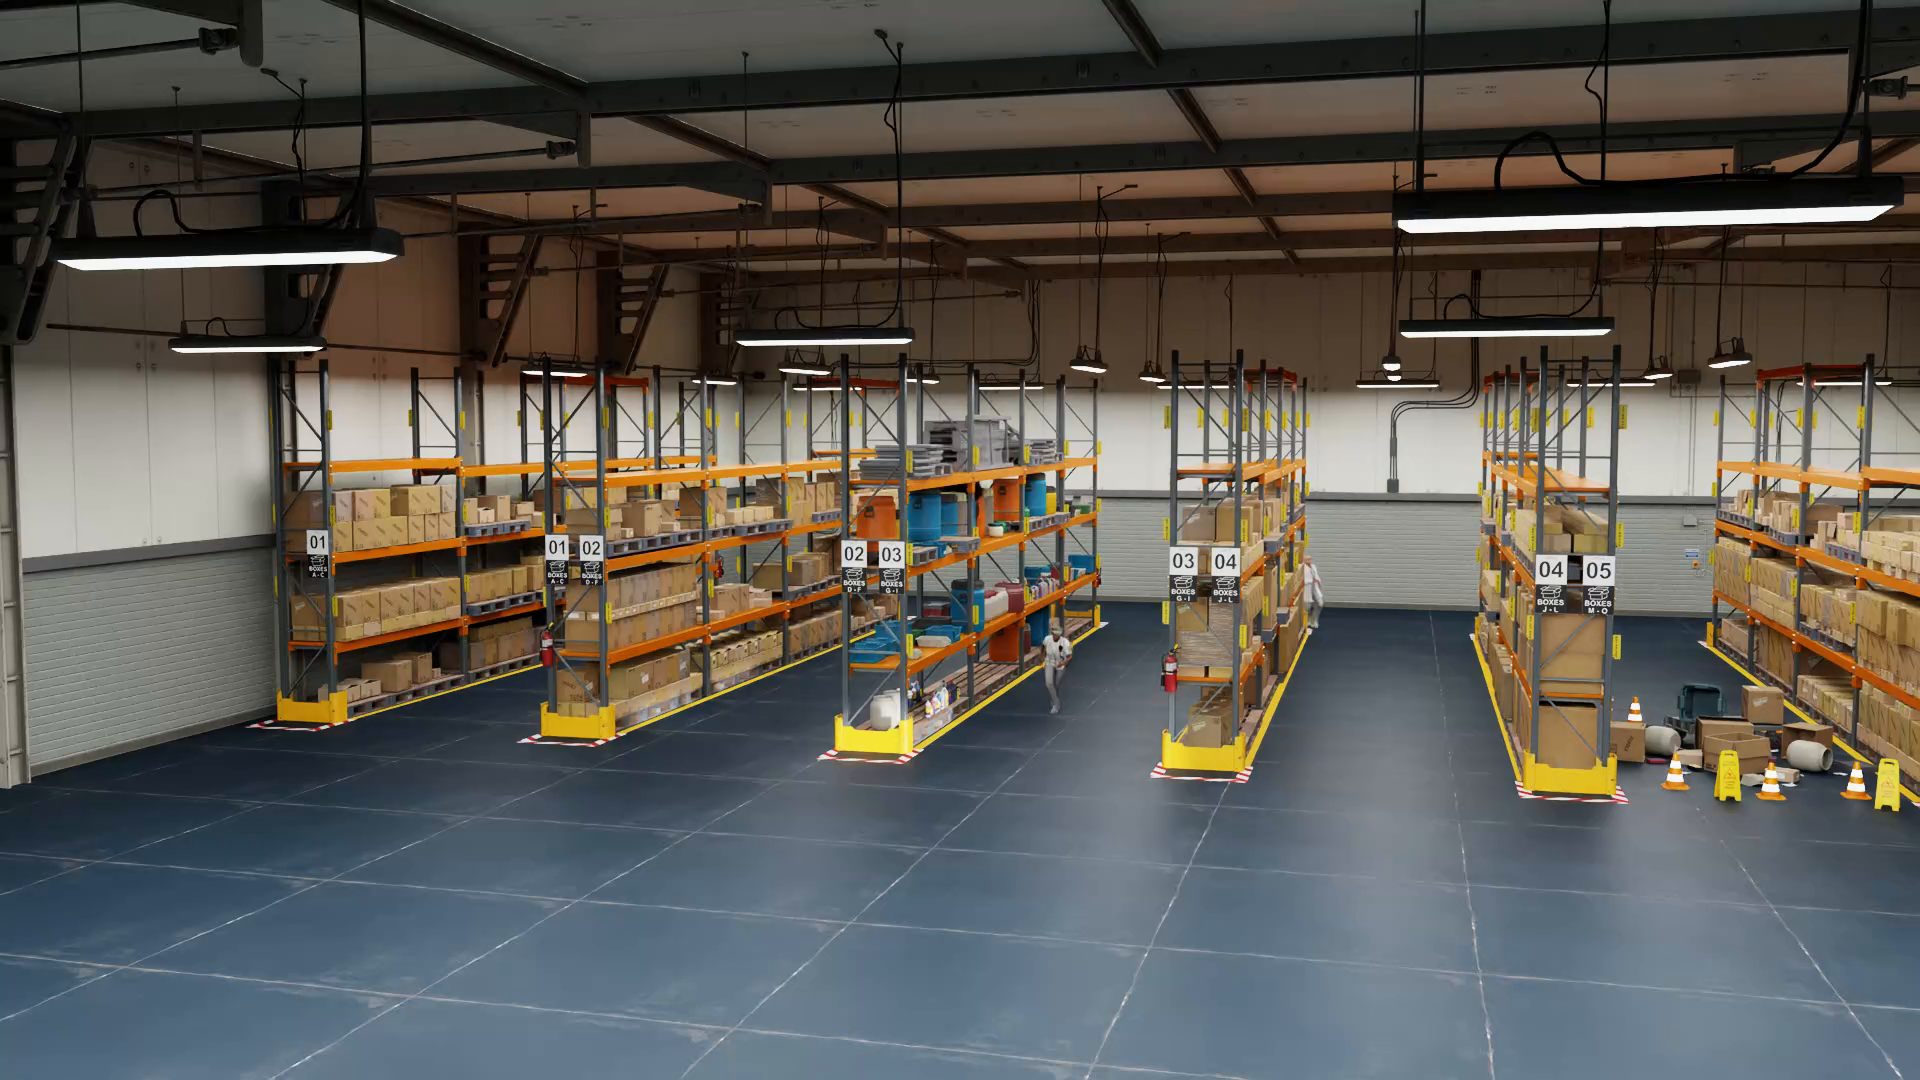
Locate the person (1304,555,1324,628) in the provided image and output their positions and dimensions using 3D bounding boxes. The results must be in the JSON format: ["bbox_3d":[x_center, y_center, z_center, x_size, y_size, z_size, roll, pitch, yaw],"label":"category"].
[{"bbox_3d":[8.424,1.260,40.186,0.711,1.817,0.700,-2,4,-24],"label":"person"}]

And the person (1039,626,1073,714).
[{"bbox_3d":[1.649,2.185,28.657,0.576,1.507,1.016,0,4,6],"label":"person"}]
